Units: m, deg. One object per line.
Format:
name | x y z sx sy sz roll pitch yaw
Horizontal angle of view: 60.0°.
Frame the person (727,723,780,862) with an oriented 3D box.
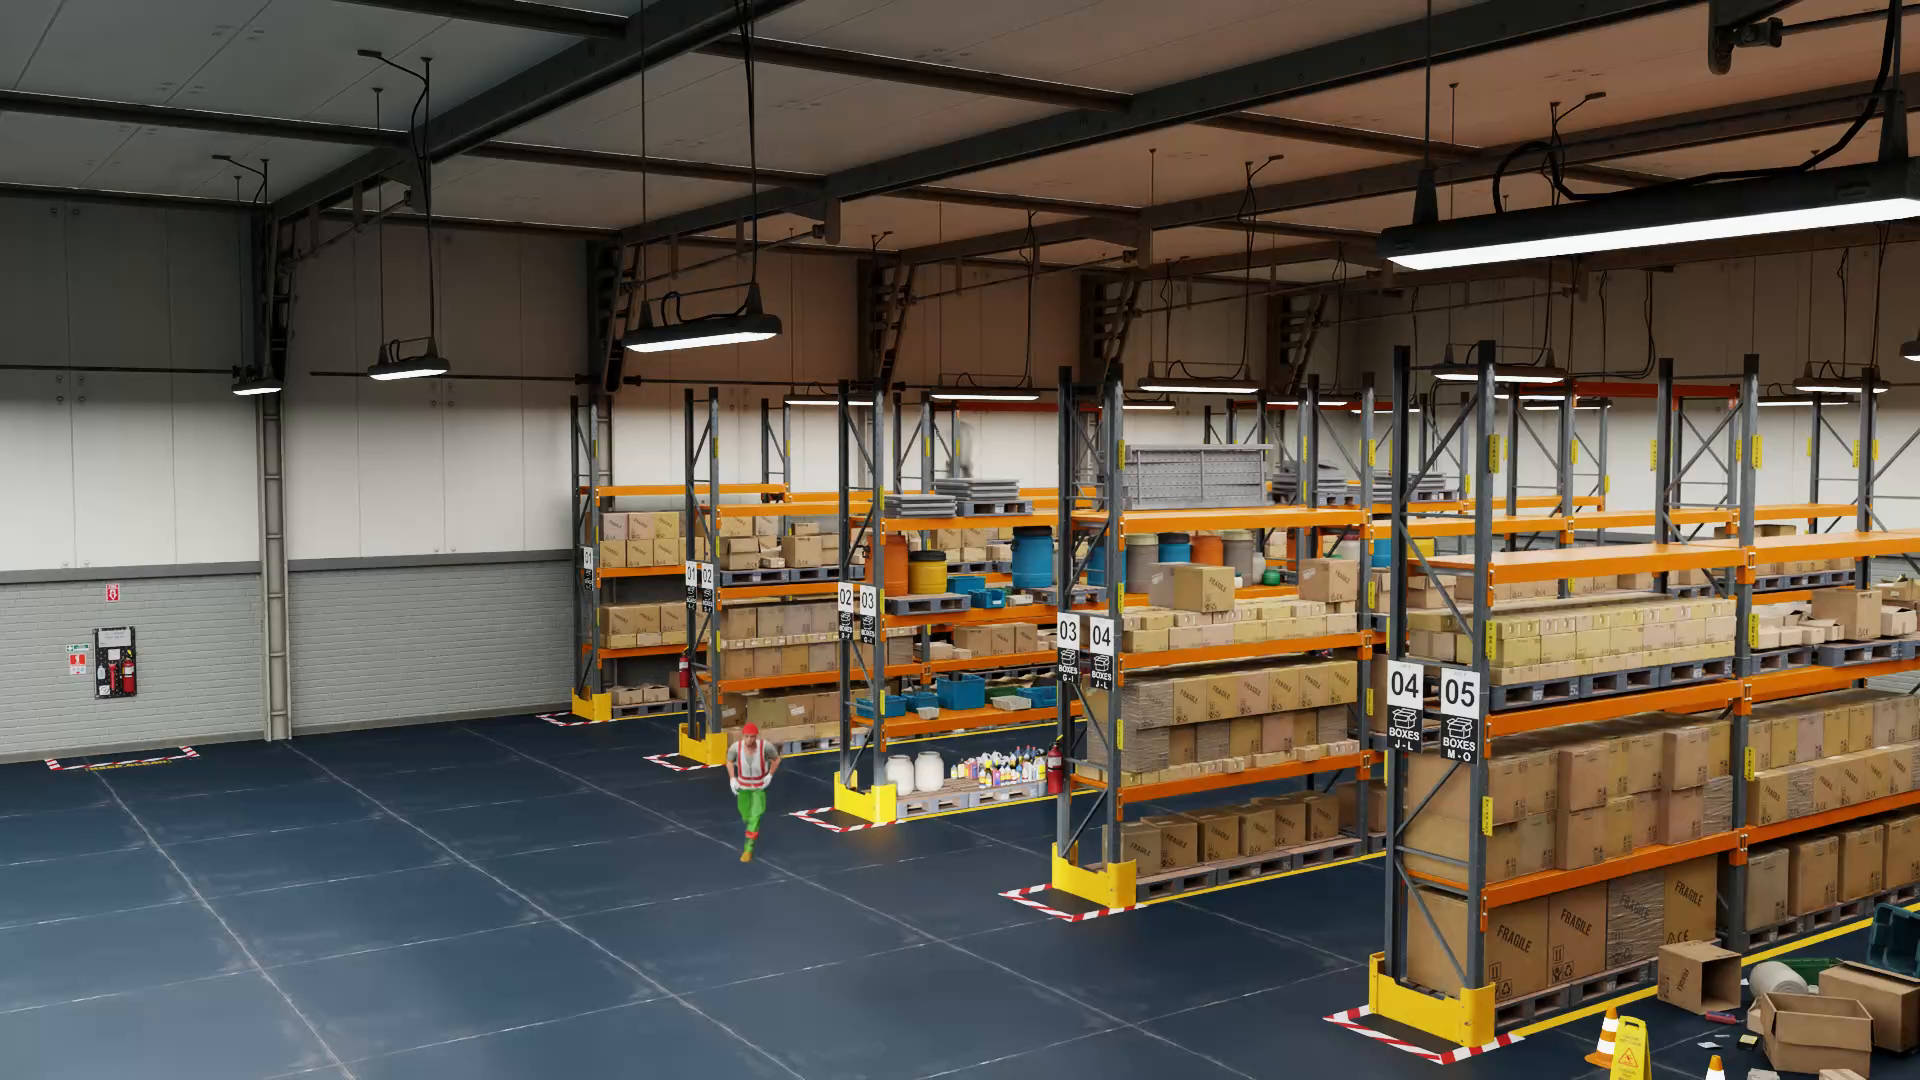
person | -2.568 3.084 20.695 0.660 1.728 0.941 0 3 -5
